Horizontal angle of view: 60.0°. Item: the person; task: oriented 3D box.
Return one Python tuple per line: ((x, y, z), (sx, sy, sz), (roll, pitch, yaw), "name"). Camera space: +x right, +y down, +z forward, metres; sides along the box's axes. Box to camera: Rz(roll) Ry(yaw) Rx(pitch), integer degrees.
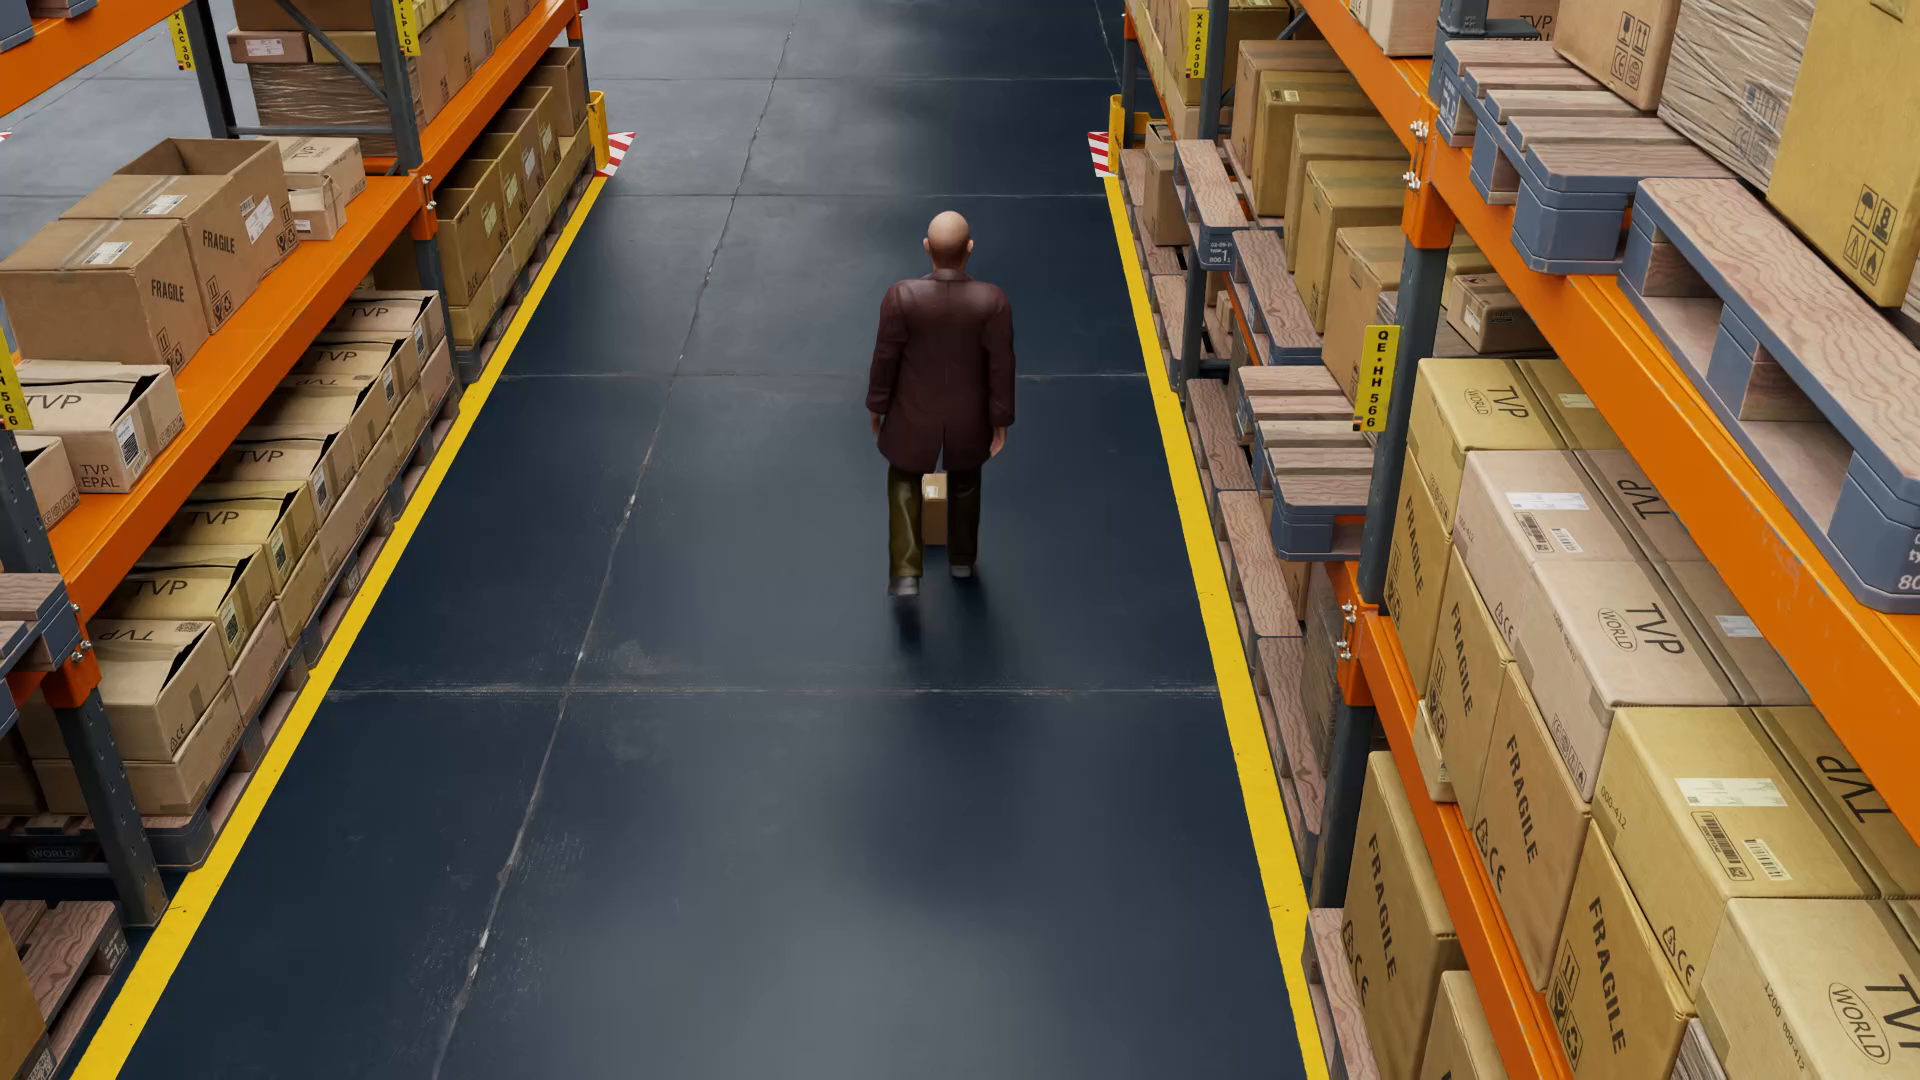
((-0.088, -0.560, 7.040), (0.618, 1.766, 0.800), (-2, 31, -4), "person")
